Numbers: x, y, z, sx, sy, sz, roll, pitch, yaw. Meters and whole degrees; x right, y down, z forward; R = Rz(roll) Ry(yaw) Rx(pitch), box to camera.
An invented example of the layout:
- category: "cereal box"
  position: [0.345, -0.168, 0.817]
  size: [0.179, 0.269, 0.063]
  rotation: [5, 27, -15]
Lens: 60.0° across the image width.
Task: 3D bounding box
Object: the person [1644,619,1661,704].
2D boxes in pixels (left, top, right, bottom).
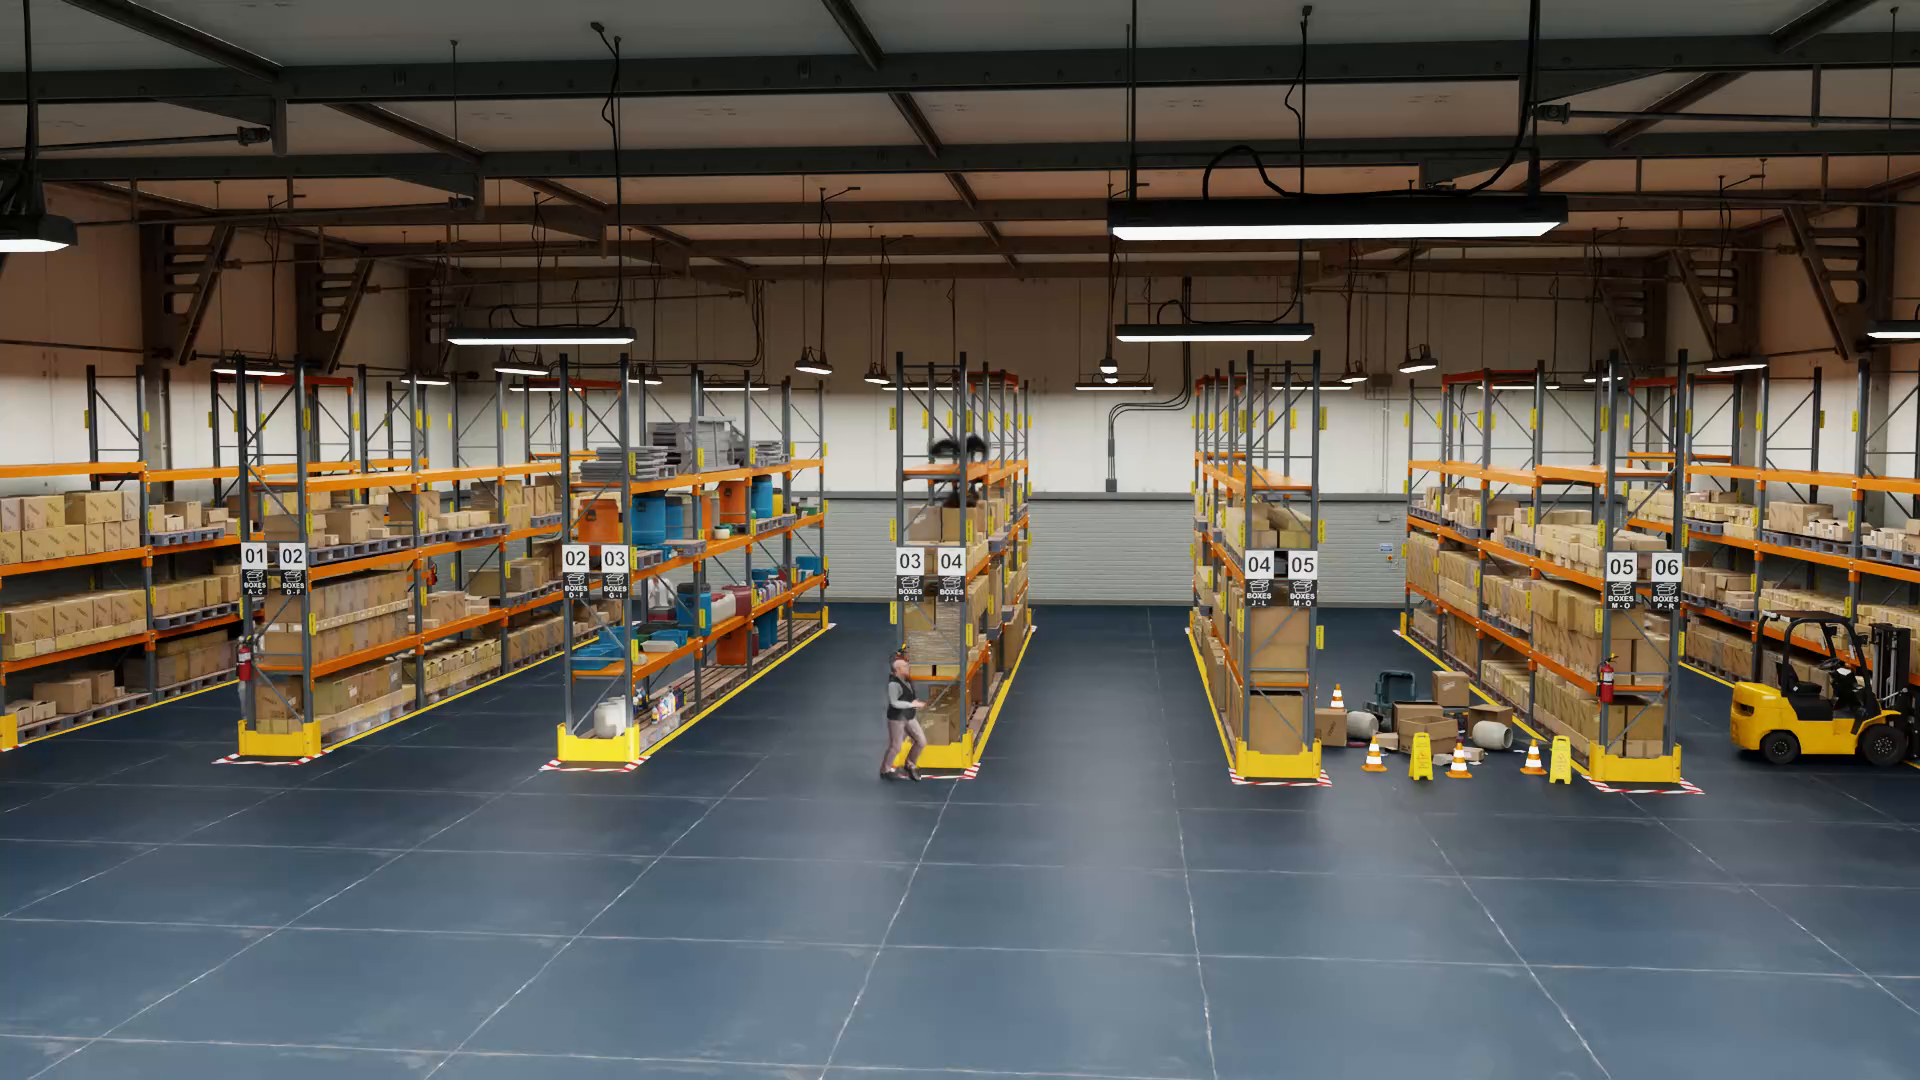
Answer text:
- category: "person"
  position: [11.590, 2.184, 28.111]
  size: [0.574, 1.660, 0.955]
  rotation: [0, 4, 2]

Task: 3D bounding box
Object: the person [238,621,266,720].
- category: "person"
  position: [-11.860, 2.177, 27.875]
  size: [0.593, 1.693, 0.812]
  rotation: [0, 4, -6]

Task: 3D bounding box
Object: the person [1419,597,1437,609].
- category: "person"
  position: [11.335, 1.363, 40.087]
  size: [0.925, 1.583, 0.473]
  rotation: [1, 4, 15]

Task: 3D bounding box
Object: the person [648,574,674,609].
- category: "person"
  position: [-6.801, 1.497, 37.380]
  size: [0.714, 1.728, 1.030]
  rotation: [0, 4, -6]

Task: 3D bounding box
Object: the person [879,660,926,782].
- category: "person"
  position: [-0.800, 2.514, 23.046]
  size: [0.721, 1.732, 0.602]
  rotation: [3, 5, 34]
